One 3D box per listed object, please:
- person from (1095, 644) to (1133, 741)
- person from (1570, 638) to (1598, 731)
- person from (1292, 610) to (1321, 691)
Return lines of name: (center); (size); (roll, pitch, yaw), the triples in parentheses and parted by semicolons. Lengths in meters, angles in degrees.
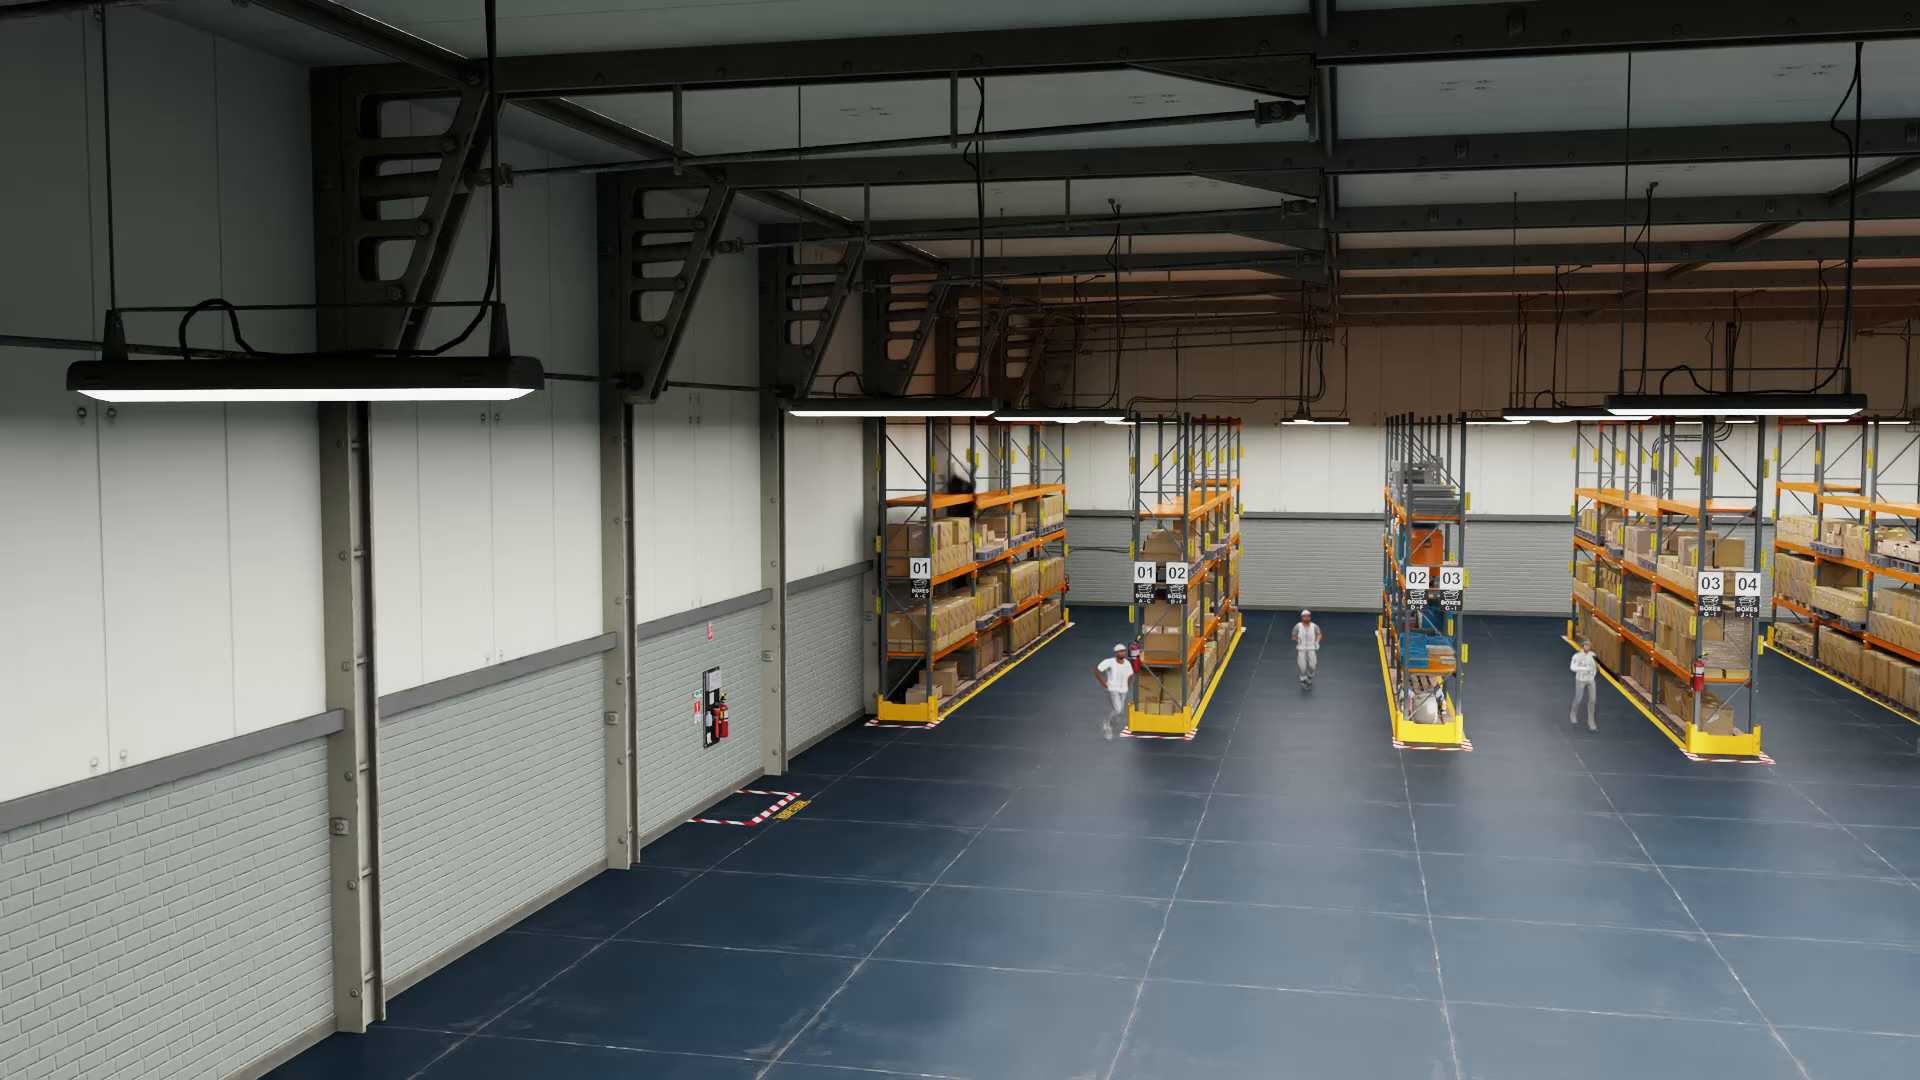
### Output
person: (2.890, 2.788, 30.535); (0.725, 1.764, 0.623); (-2, 4, -29)
person: (11.902, 2.721, 31.728); (0.612, 1.747, 0.805); (0, 4, -3)
person: (7.502, 2.402, 35.960); (0.639, 1.759, 0.612); (1, 4, 7)
